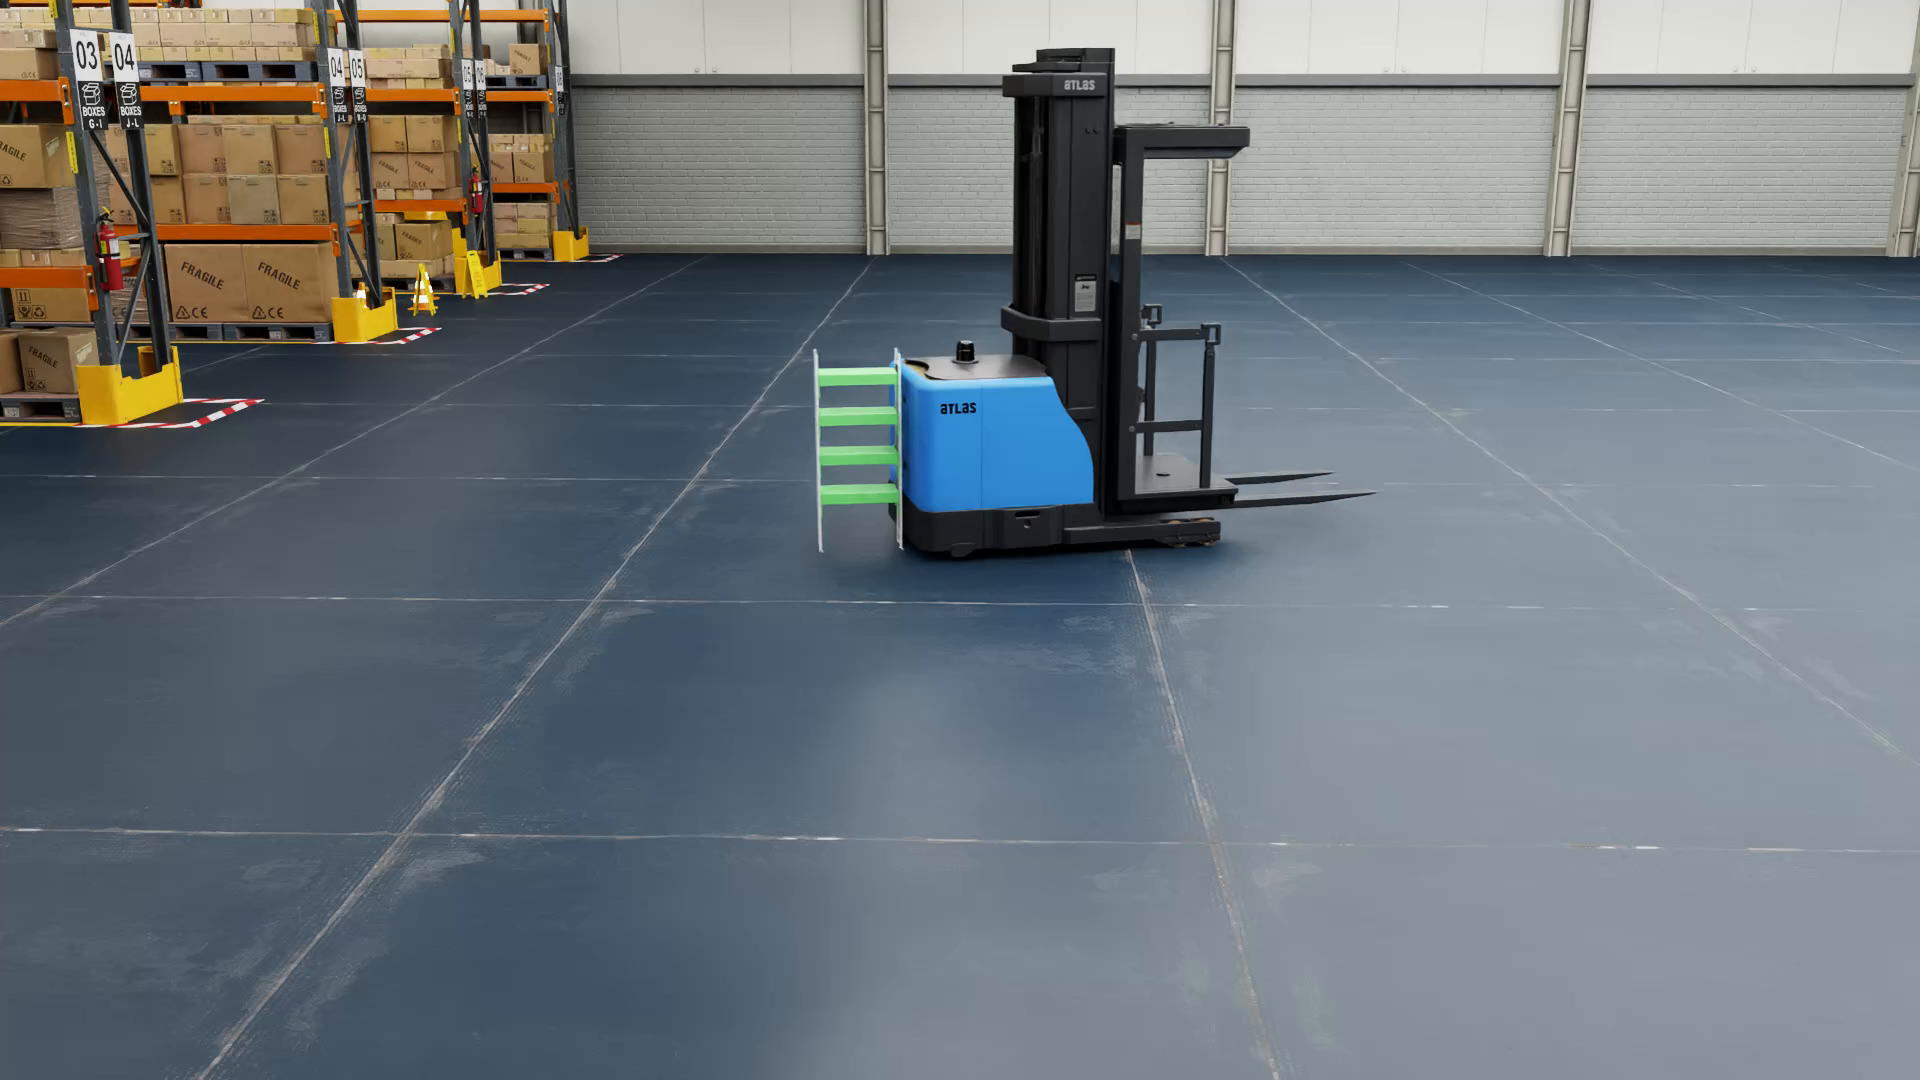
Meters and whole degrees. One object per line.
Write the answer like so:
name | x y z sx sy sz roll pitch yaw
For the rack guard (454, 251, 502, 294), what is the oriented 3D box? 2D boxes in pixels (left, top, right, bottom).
rack guard | -6.979 -3.887 24.092 0.348 0.500 1.175 0 15 1

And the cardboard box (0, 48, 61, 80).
cardboard box | -7.645 -3.884 13.595 0.500 0.250 0.500 1 15 3

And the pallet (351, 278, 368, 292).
pallet | -9.007 -3.770 24.216 1.213 0.211 1.003 0 15 1

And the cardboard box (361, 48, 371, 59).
cardboard box | -8.258 -6.763 23.143 0.250 0.149 0.380 0 15 1

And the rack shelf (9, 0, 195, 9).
rack shelf | -12.901 -7.494 23.297 4.000 0.370 1.077 0 15 1

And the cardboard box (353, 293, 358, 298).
cardboard box | -8.264 -3.210 22.215 0.250 0.149 0.380 9 17 30

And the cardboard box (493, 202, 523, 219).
cardboard box | -7.759 -5.643 28.456 0.500 0.250 0.500 1 15 2

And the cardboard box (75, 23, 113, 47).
cardboard box | -9.437 -5.550 18.309 0.500 0.250 0.500 0 15 1

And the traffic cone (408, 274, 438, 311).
traffic cone | -7.054 -3.257 21.777 0.334 0.463 0.336 0 15 1

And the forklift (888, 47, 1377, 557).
forklift | 1.115 -1.495 10.261 3.031 2.935 1.130 -4 15 -13

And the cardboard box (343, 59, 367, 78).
cardboard box | -8.443 -6.557 23.144 0.500 0.250 0.500 1 15 3

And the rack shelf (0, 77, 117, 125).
rack shelf | -9.156 -3.683 13.951 4.000 0.370 1.077 0 15 1

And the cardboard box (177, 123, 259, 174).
cardboard box | -8.407 -4.457 18.943 0.550 0.550 0.875 0 15 1

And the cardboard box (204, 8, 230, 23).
cardboard box | -8.039 -5.718 18.164 0.250 0.149 0.380 1 15 2

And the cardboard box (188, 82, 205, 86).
cardboard box | -10.593 -6.385 23.272 0.250 0.149 0.380 0 15 1

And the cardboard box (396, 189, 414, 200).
cardboard box | -7.794 -4.902 23.532 0.250 0.149 0.380 0 15 0

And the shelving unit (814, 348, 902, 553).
shelving unit | -0.615 -0.542 10.043 0.503 1.200 0.258 -2 15 -7

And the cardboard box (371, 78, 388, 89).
cardboard box | -8.033 -6.377 23.244 0.250 0.149 0.380 0 15 2

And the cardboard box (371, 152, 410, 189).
cardboard box | -7.953 -5.225 23.484 0.500 0.500 0.500 0 15 2

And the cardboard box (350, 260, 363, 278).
cardboard box | -8.759 -3.912 23.856 0.500 0.250 0.500 0 15 -1

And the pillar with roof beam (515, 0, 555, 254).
pillar with roof beam | -7.563 -8.398 24.531 0.400 9.000 9.100 0 15 1

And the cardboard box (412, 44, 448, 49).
cardboard box | -8.834 -8.099 28.056 0.637 0.503 0.797 1 15 3

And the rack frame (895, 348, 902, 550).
rack frame | -0.372 -0.550 10.072 0.015 1.200 0.240 -2 15 -7

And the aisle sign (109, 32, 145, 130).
aisle sign | -7.087 -3.901 14.149 0.004 0.787 0.394 0 15 1

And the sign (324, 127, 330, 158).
sign | -6.956 -4.368 18.282 0.005 0.325 0.100 0 15 1

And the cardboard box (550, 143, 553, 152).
cardboard box | -7.113 -6.791 28.733 0.250 0.149 0.380 0 15 0

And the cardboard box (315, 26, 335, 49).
cardboard box | -7.404 -5.674 18.776 0.500 0.250 0.500 0 15 1

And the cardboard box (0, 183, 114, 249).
cardboard box | -7.705 -2.770 14.182 0.500 0.500 0.875 0 15 1

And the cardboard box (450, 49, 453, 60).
cardboard box | -7.253 -6.864 23.525 0.250 0.149 0.380 0 15 1

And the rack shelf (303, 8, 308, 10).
rack shelf | -12.778 -8.759 28.095 4.000 0.370 1.077 0 15 1

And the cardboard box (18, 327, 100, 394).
cardboard box | -7.780 -1.570 14.489 0.500 0.500 0.500 3 15 12

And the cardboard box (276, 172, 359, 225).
cardboard box | -7.301 -3.895 18.930 0.550 0.550 0.875 0 15 1

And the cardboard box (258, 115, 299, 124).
cardboard box | -9.456 -5.719 23.399 0.500 0.500 0.700 0 15 0

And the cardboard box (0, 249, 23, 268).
cardboard box | -7.948 -2.386 13.995 0.250 0.149 0.380 0 15 1

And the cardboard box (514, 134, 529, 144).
cardboard box | -7.391 -6.809 28.217 0.250 0.149 0.380 0 15 2

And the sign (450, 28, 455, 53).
sign | -6.937 -6.832 22.740 0.005 0.325 0.100 0 15 1

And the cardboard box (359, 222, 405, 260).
cardboard box | -8.233 -4.272 23.750 0.500 0.500 0.500 1 15 4

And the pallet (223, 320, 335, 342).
pallet | -7.730 -2.469 19.284 1.213 0.211 1.003 0 15 1

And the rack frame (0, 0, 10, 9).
rack frame | -10.927 -6.759 18.317 0.127 3.000 1.000 0 15 1

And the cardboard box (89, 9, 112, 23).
cardboard box | -9.300 -5.727 18.196 0.250 0.149 0.380 0 15 1

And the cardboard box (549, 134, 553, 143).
cardboard box | -7.110 -6.923 28.650 0.250 0.149 0.380 0 15 0

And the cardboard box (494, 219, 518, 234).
cardboard box | -7.776 -5.405 28.535 0.500 0.250 0.500 0 15 1

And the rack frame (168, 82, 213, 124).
rack frame | -10.902 -5.121 23.870 0.127 3.000 1.000 0 15 1

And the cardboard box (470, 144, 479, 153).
cardboard box | -8.164 -6.659 28.233 0.250 0.149 0.380 0 15 0

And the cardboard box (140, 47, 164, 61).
cardboard box | -8.794 -5.338 18.286 0.250 0.149 0.380 1 15 2

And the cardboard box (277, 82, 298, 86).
cardboard box | -9.310 -6.355 23.158 0.250 0.149 0.380 0 15 0

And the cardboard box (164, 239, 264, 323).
cardboard box | -8.488 -3.000 19.174 0.875 0.875 0.875 0 15 1

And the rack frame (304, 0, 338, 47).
rack frame | -10.779 -9.288 27.903 0.127 3.000 1.000 0 15 1

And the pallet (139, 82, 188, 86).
pallet | -11.516 -6.512 23.629 1.003 0.211 1.213 0 15 1

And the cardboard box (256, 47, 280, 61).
cardboard box | -7.522 -5.330 18.255 0.250 0.149 0.380 0 15 2

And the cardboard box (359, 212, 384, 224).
cardboard box | -8.331 -4.571 23.611 0.250 0.149 0.380 1 15 2
